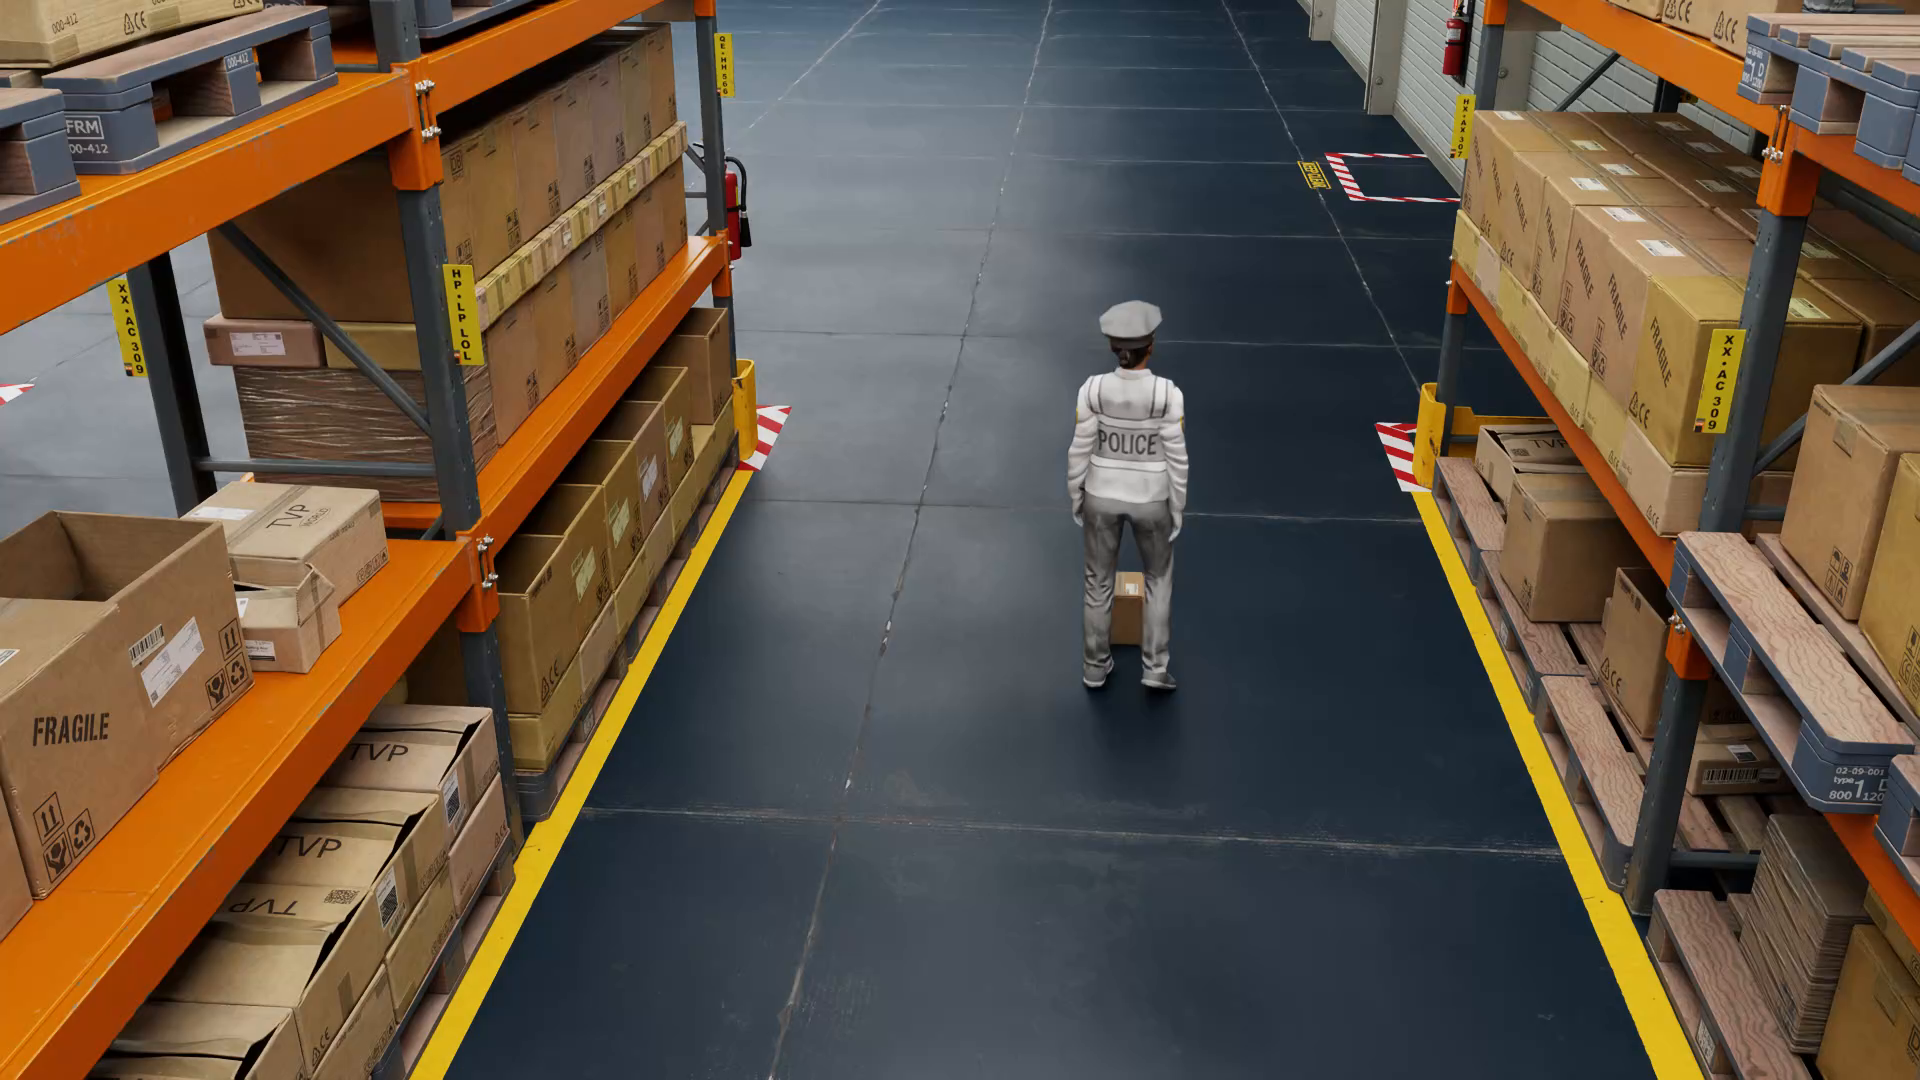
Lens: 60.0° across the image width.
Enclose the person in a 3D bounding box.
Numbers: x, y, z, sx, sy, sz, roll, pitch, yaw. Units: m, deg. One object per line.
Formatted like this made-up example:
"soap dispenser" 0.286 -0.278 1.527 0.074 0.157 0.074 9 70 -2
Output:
"person" 0.690 -0.136 6.886 0.496 1.732 0.336 4 25 9
